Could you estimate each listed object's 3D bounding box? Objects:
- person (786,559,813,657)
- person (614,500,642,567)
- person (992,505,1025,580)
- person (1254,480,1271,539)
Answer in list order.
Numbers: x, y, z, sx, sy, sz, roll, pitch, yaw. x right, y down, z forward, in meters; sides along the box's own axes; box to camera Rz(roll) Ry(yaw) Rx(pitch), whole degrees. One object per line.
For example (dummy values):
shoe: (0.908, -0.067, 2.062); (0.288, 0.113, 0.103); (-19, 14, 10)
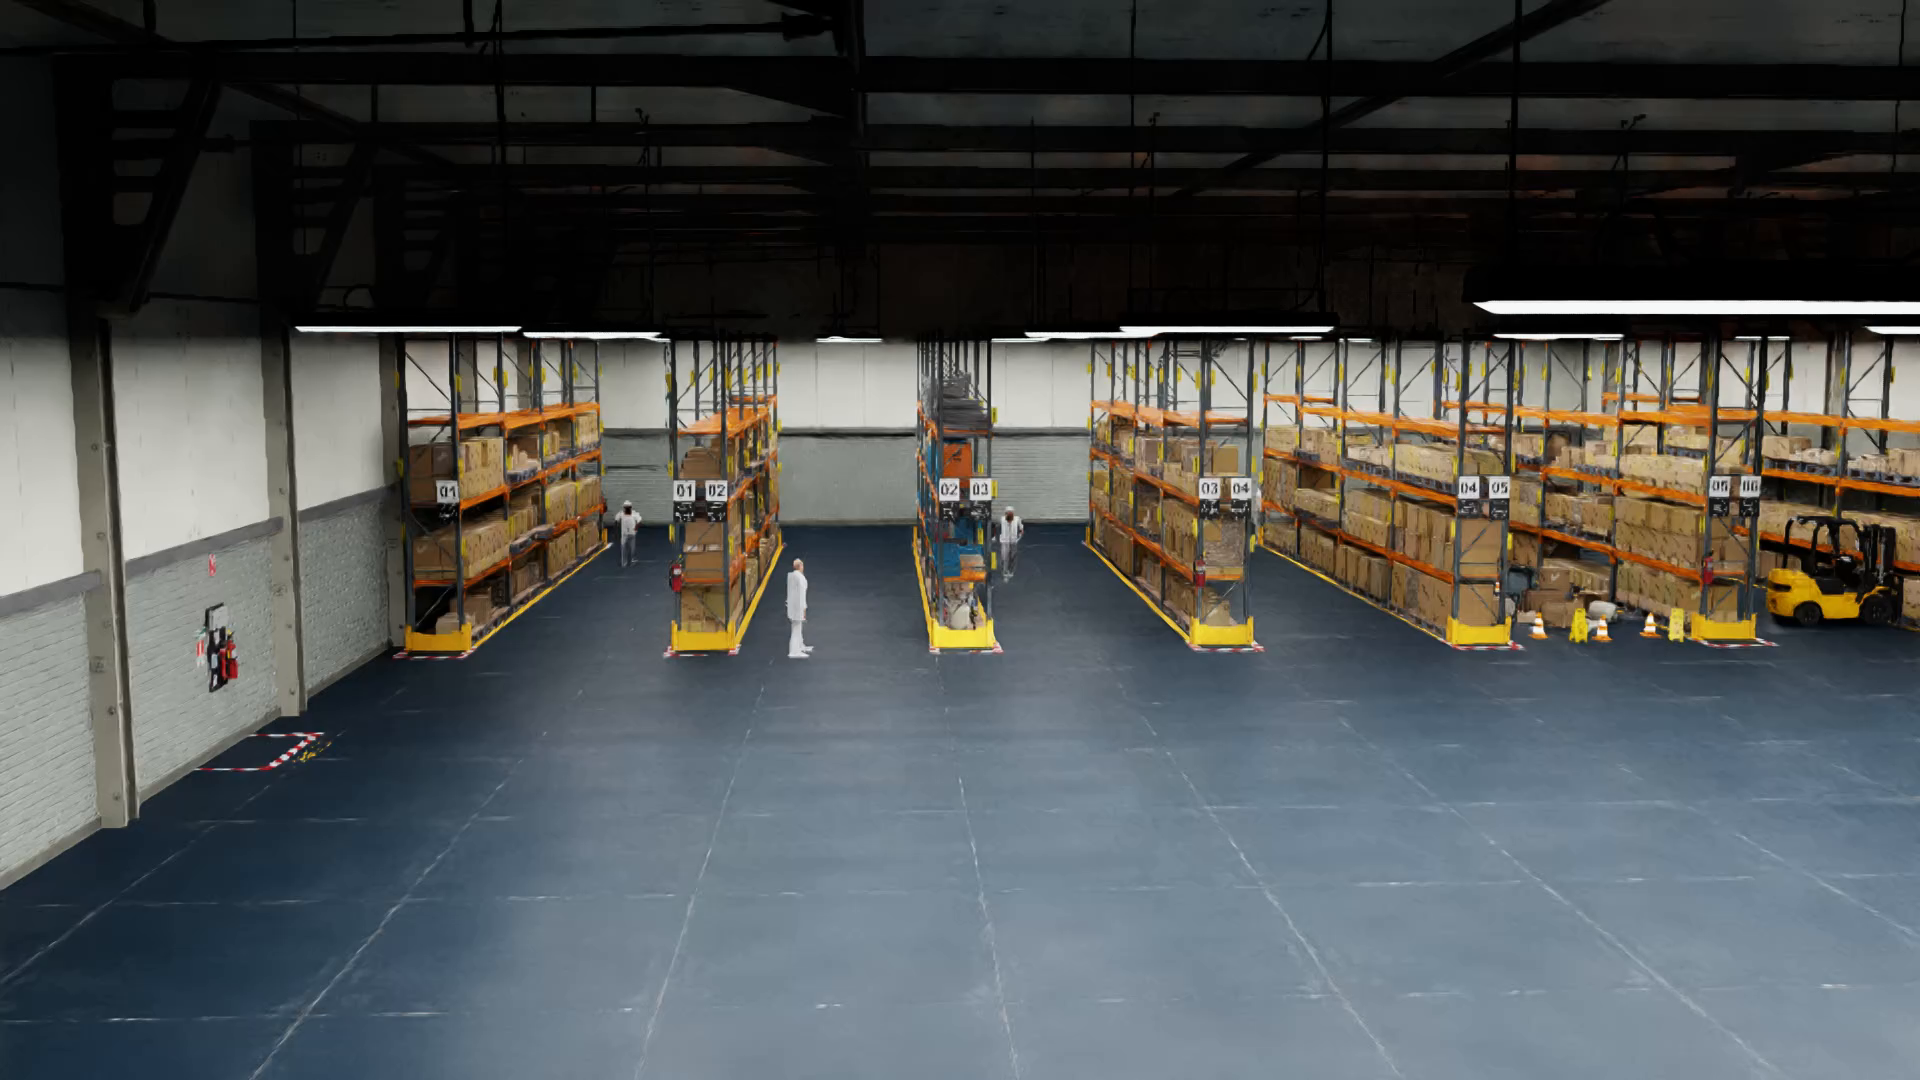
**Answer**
person: (-2.928, 1.226, 30.539); (0.584, 1.785, 0.732); (-4, 8, -28)
person: (-8.582, -0.191, 43.028); (0.739, 1.693, 0.860); (-1, 7, -7)
person: (1.137, 0.042, 38.635); (0.719, 1.714, 0.875); (-1, 7, -8)
person: (8.952, -0.908, 49.007); (0.711, 1.734, 0.689); (-5, 8, -37)
